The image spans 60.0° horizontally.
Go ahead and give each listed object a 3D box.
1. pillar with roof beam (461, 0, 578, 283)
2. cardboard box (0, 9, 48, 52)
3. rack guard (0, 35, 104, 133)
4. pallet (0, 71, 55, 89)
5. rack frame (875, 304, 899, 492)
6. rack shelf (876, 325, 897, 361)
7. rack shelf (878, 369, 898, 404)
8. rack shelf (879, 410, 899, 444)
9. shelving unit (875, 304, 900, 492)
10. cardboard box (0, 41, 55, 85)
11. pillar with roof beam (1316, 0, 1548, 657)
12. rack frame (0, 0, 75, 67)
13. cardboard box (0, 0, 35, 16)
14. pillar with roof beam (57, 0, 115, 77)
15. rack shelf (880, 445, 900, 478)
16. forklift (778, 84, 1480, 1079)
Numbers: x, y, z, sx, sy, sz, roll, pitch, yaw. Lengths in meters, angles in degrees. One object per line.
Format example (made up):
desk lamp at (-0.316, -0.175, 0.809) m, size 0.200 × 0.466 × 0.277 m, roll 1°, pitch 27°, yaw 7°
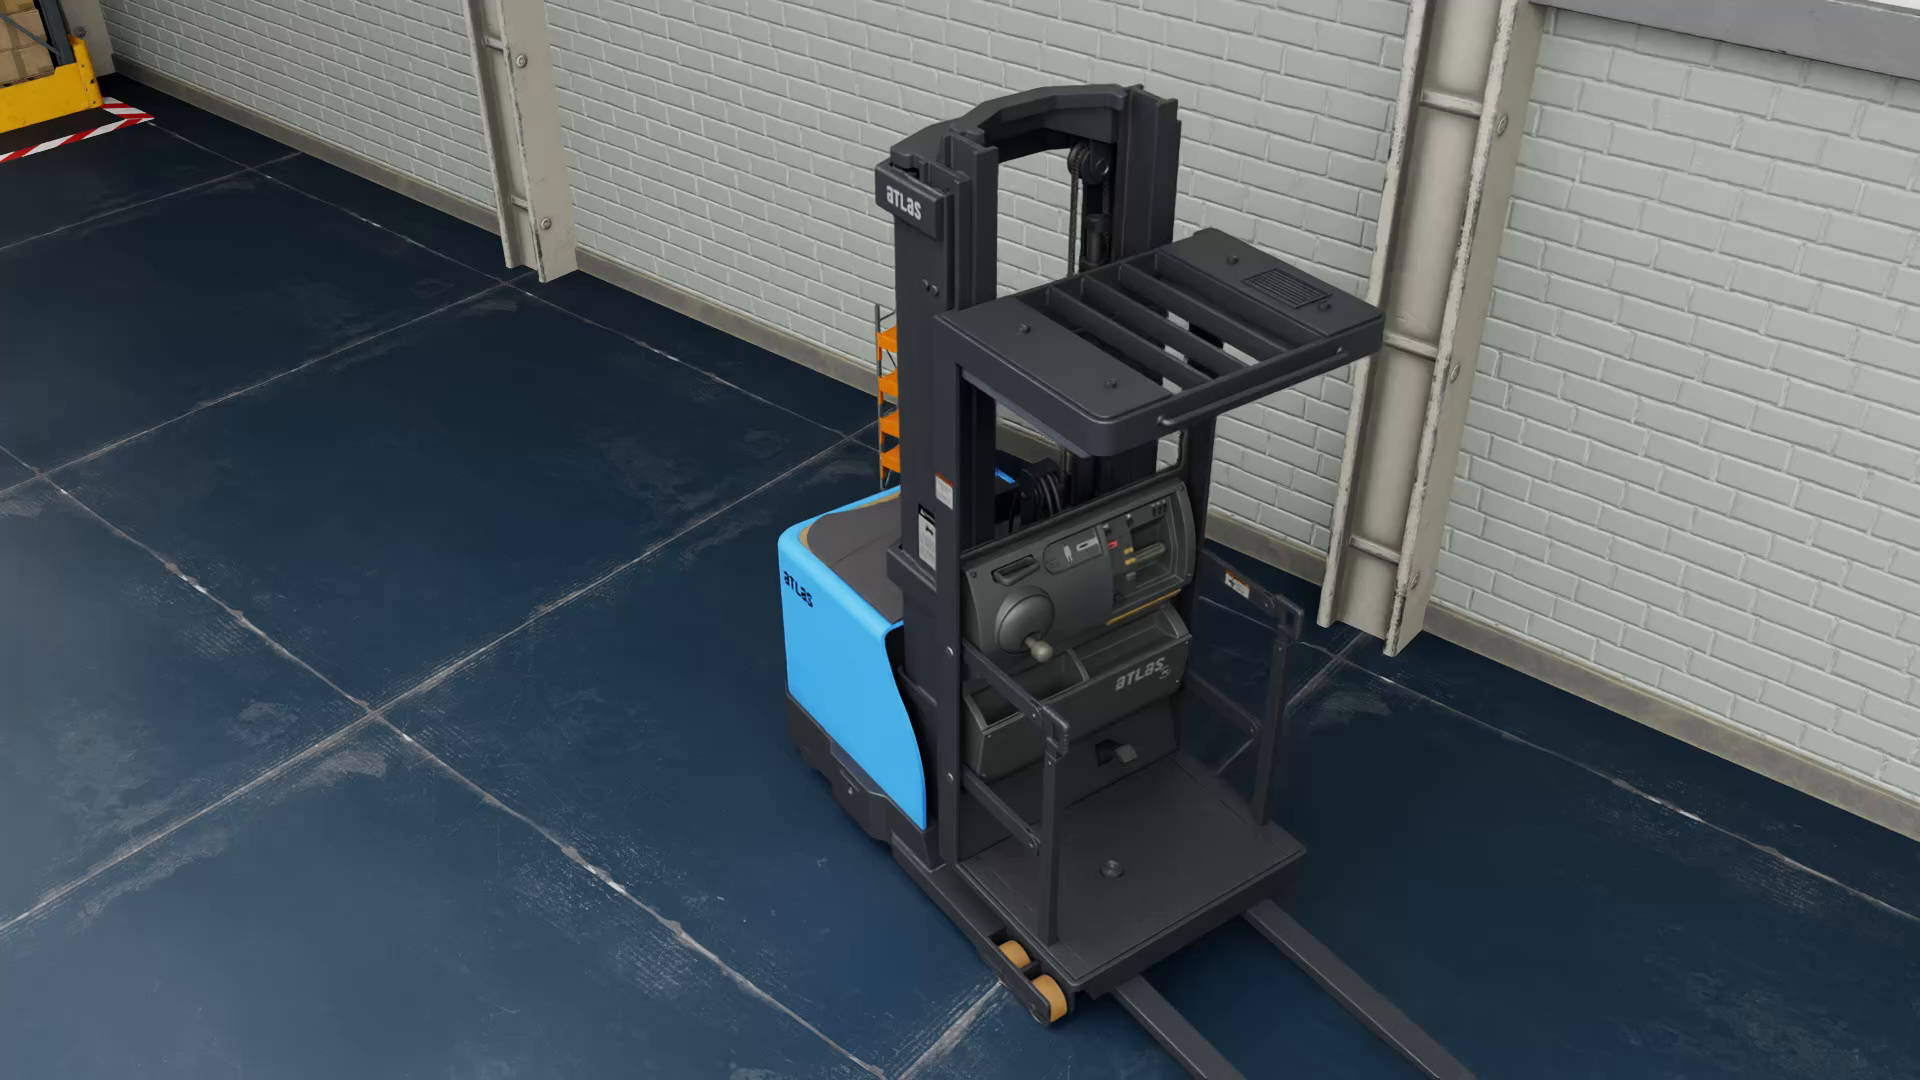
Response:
pillar with roof beam at (-5.470, -3.619, 5.571) m, size 0.400 × 9.000 × 9.100 m, roll 25°, pitch 42°, yaw 32°
cardboard box at (-7.597, -4.055, 13.121) m, size 0.500 × 0.250 × 0.500 m, roll 26°, pitch 42°, yaw 33°
rack guard at (-7.350, -3.509, 12.918) m, size 0.348 × 0.500 × 1.175 m, roll 25°, pitch 42°, yaw 32°
pallet at (-7.983, -3.658, 13.390) m, size 1.213 × 0.211 × 1.003 m, roll 25°, pitch 42°, yaw 32°
rack frame at (-0.315, -0.643, 8.126) m, size 0.015 × 1.200 × 0.240 m, roll 25°, pitch 42°, yaw 32°
rack shelf at (-0.127, -0.878, 7.775) m, size 0.480 × 0.148 × 0.258 m, roll 25°, pitch 42°, yaw 32°
rack shelf at (-0.127, -0.683, 7.909) m, size 0.480 × 0.148 × 0.258 m, roll 25°, pitch 42°, yaw 32°
rack shelf at (-0.127, -0.499, 8.036) m, size 0.480 × 0.148 × 0.258 m, roll 25°, pitch 42°, yaw 32°
shelving unit at (-0.127, -0.555, 7.998) m, size 0.503 × 1.200 × 0.258 m, roll 25°, pitch 42°, yaw 32°
cardboard box at (-7.620, -3.851, 13.266) m, size 0.500 × 0.250 × 0.500 m, roll 25°, pitch 42°, yaw 32°
pillar with roof beam at (-0.859, -1.446, 2.407) m, size 0.400 × 9.000 × 9.100 m, roll 25°, pitch 42°, yaw 32°
rack frame at (-7.368, -4.548, 12.223) m, size 0.127 × 3.000 × 1.000 m, roll 25°, pitch 42°, yaw 32°
cardboard box at (-7.616, -4.257, 12.973) m, size 0.500 × 0.250 × 0.500 m, roll 25°, pitch 41°, yaw 31°
pillar with roof beam at (-10.081, -5.793, 8.736) m, size 0.400 × 9.000 × 9.100 m, roll 25°, pitch 42°, yaw 32°
rack shelf at (-0.127, -0.335, 8.148) m, size 0.480 × 0.148 × 0.258 m, roll 25°, pitch 42°, yaw 32°
forklift at (0.542, 0.162, 5.425) m, size 1.130 × 2.935 × 3.031 m, roll -22°, pitch 40°, yaw -28°
